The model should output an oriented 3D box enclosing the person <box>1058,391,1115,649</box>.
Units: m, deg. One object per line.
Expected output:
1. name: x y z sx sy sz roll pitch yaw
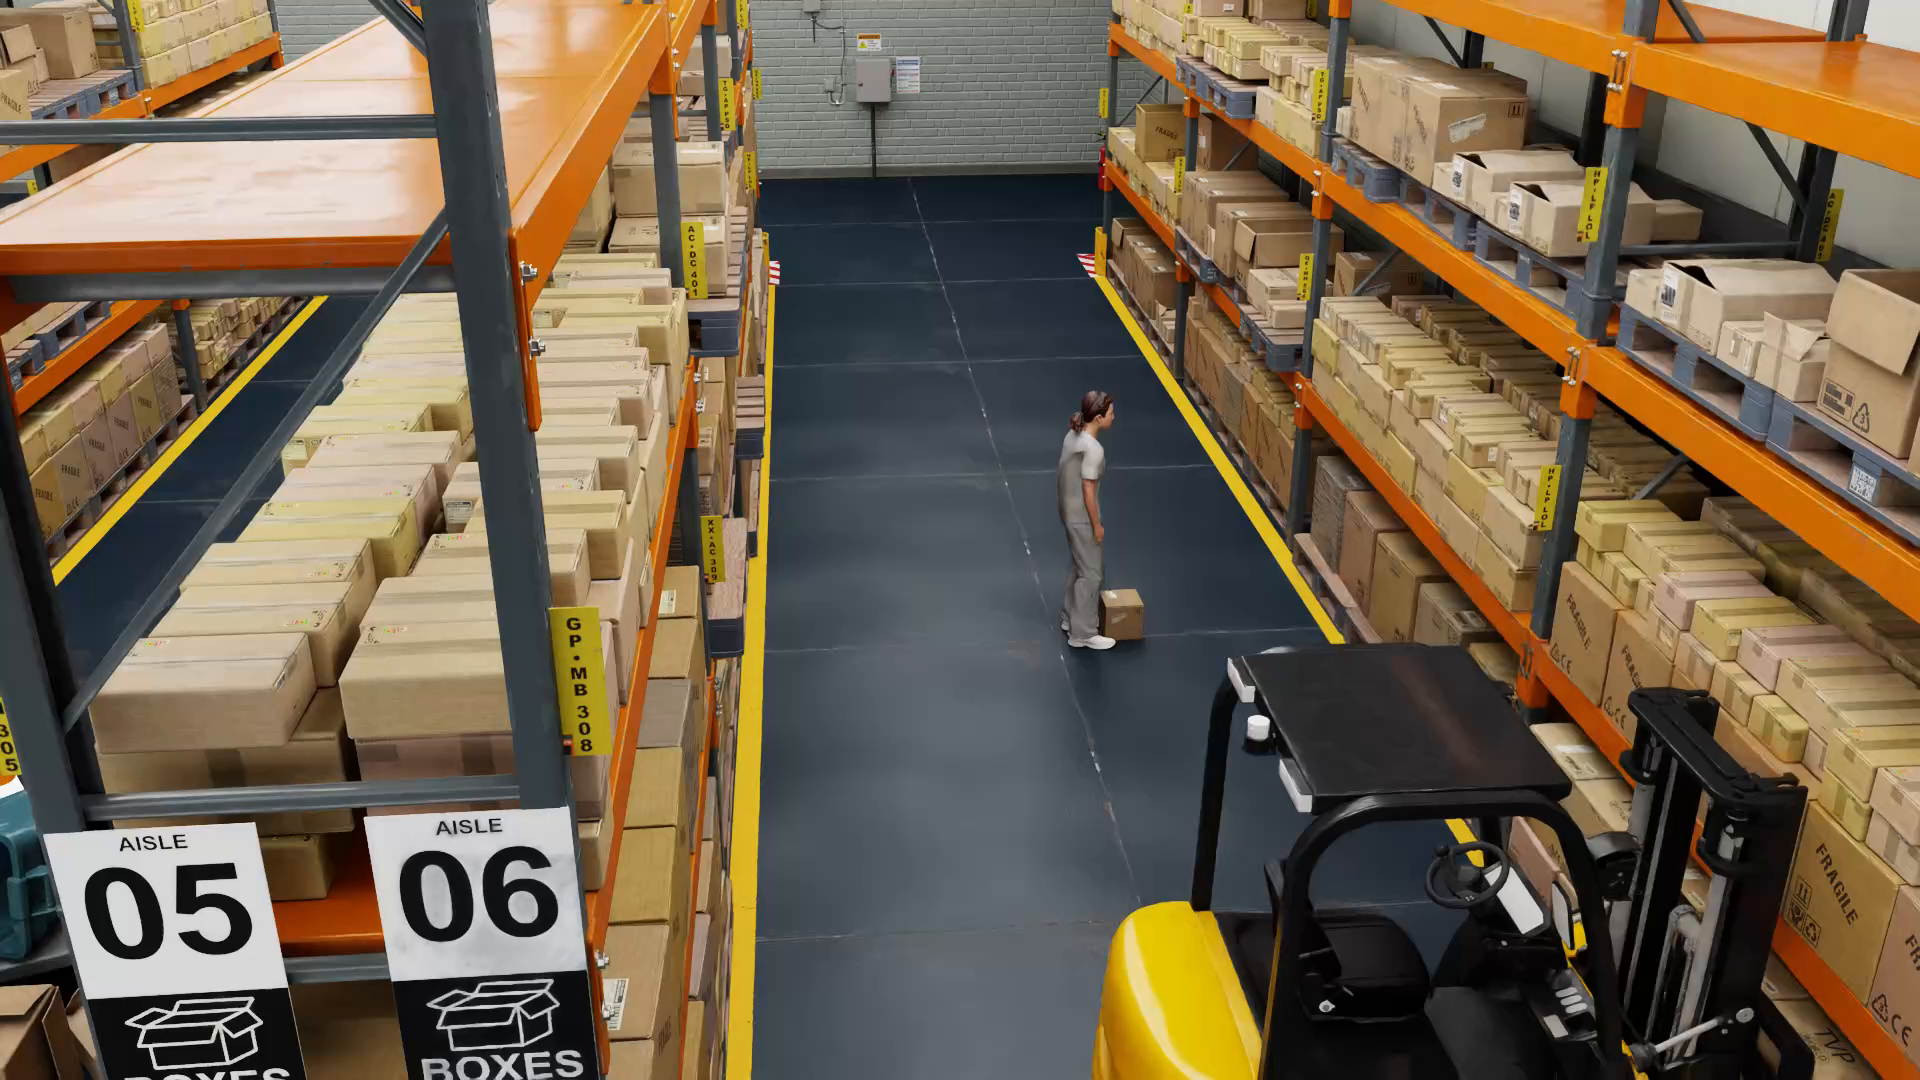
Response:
1. person: 0.811 -0.145 10.642 0.365 1.671 0.513 -4 24 -8
